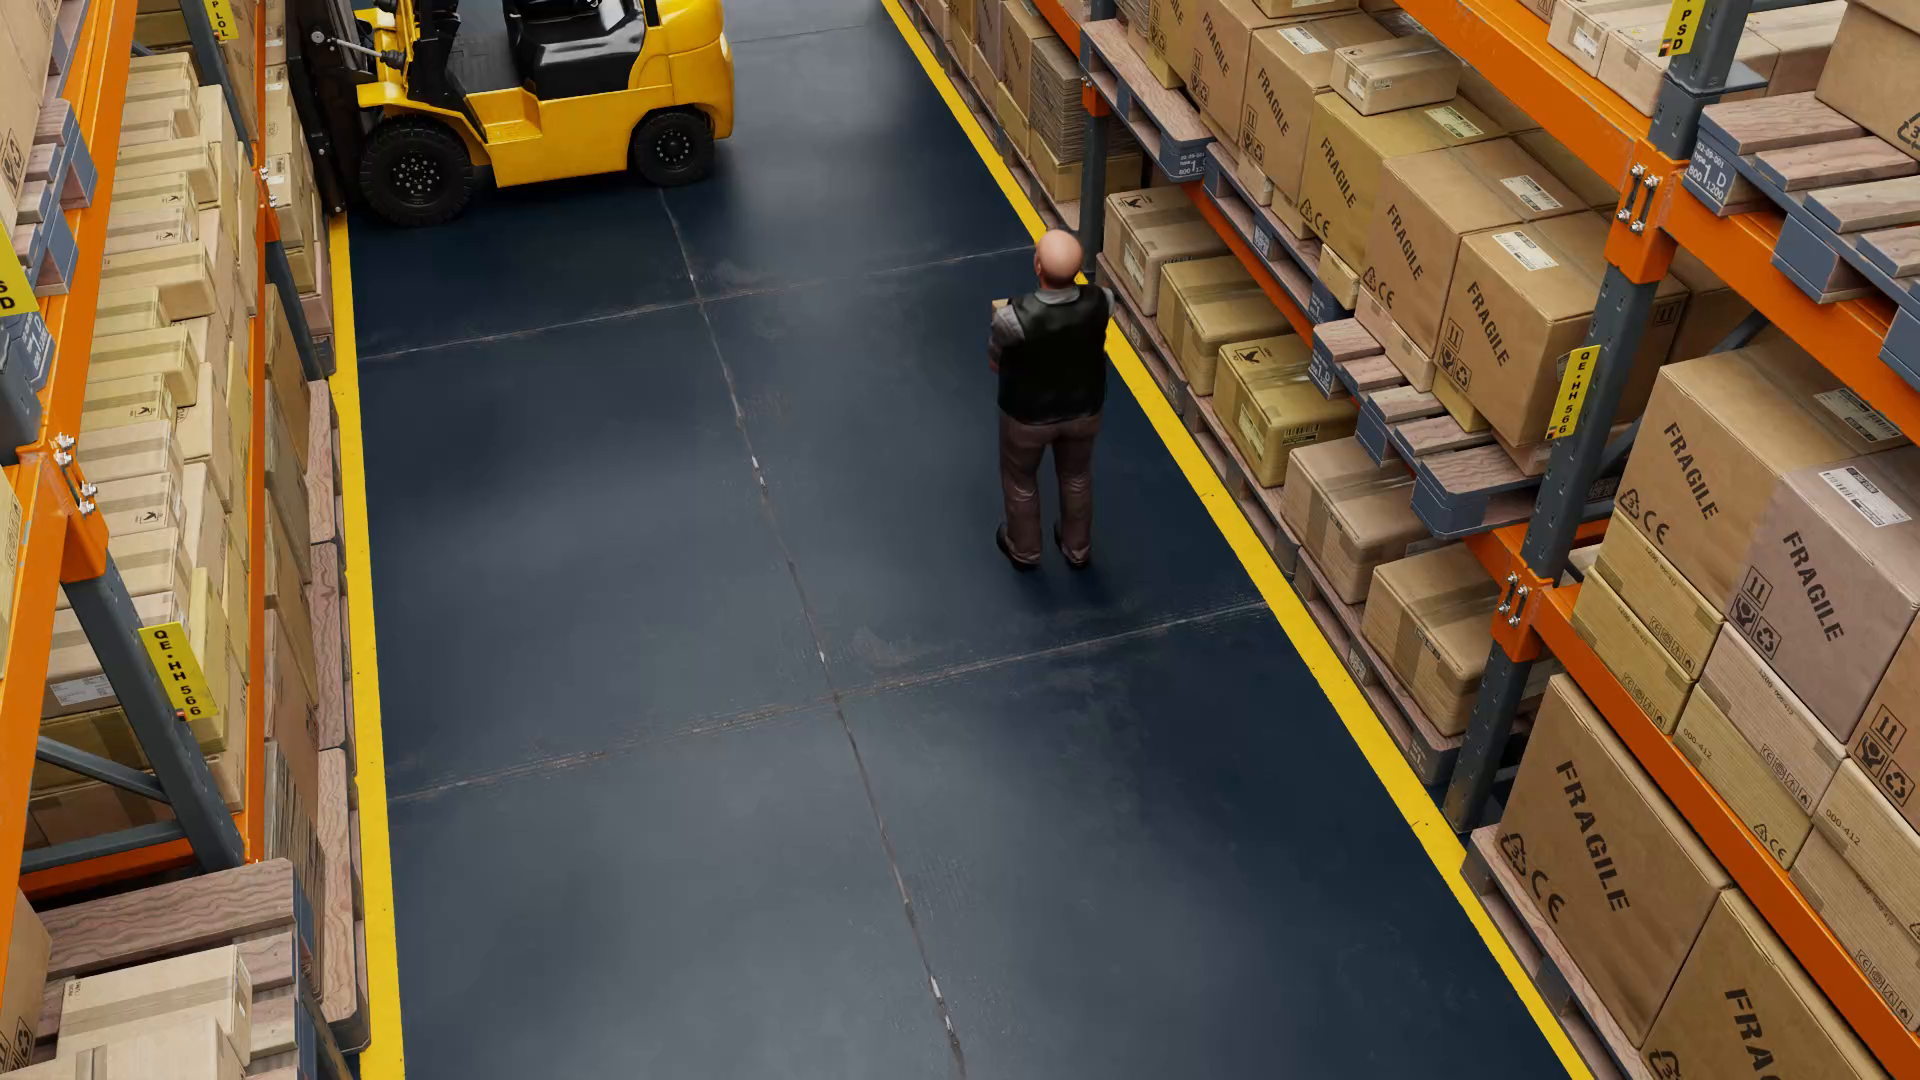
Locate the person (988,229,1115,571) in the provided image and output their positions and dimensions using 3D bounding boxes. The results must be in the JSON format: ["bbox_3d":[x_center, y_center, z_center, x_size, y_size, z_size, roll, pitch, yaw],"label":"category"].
[{"bbox_3d":[0.329,-0.598,6.850,0.494,1.712,0.559,-12,43,-13],"label":"person"}]
